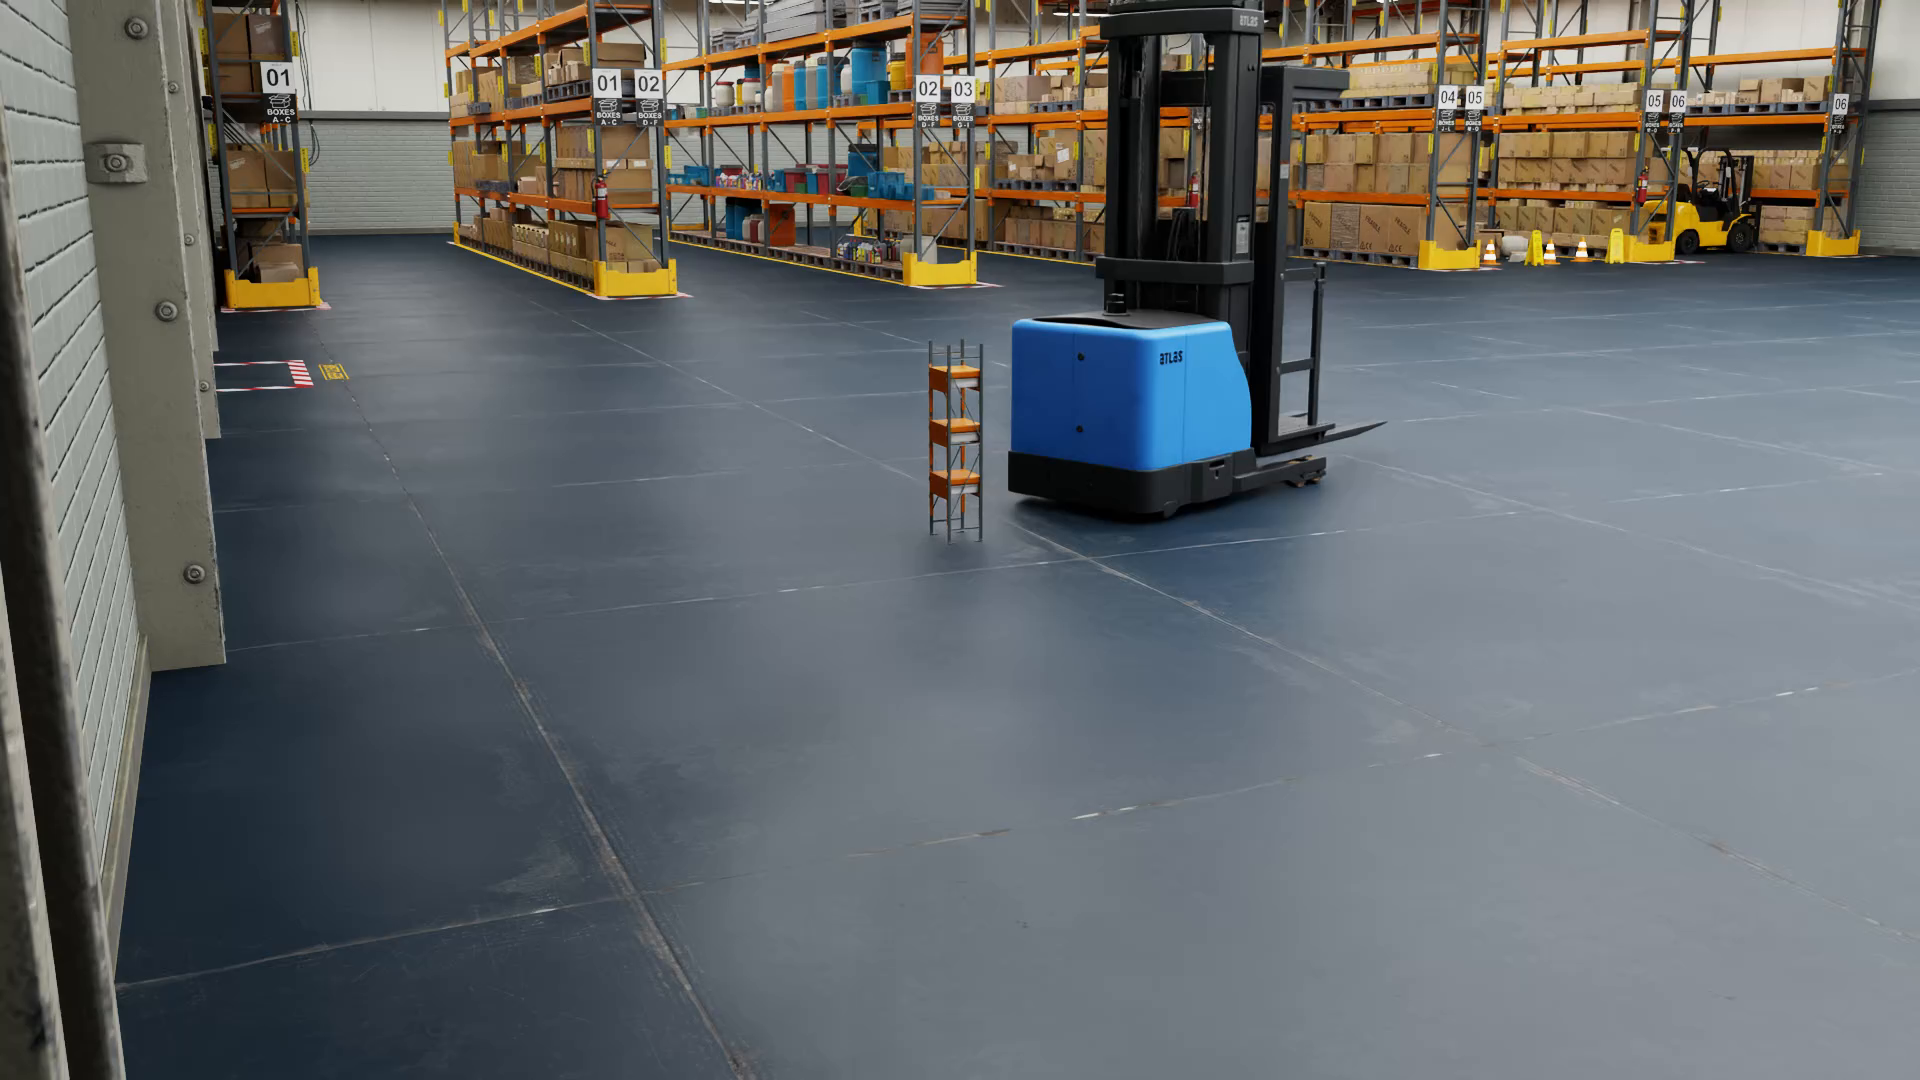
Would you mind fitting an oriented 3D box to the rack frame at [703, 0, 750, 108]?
[{"bbox_3d":[-5.053,-10.939,36.177,1.000,3.000,0.127,-6,14,-23],"label":"rack frame"}]

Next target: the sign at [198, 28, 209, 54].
[{"bbox_3d":[-9.840,-6.489,21.638,0.100,0.325,0.005,-6,14,-23],"label":"sign"}]

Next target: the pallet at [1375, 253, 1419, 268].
[{"bbox_3d":[8.485,-5.211,30.917,1.003,0.211,1.213,-6,14,-23],"label":"pallet"}]

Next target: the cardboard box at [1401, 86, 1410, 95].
[{"bbox_3d":[8.229,-8.147,30.170,0.380,0.149,0.250,-5,14,-22],"label":"cardboard box"}]

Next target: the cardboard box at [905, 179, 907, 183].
[{"bbox_3d":[-1.143,-8.481,39.418,0.380,0.149,0.250,-6,14,-24],"label":"cardboard box"}]

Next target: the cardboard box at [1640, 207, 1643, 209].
[{"bbox_3d":[16.097,-7.309,38.135,0.875,0.625,0.625,-5,14,-20],"label":"cardboard box"}]

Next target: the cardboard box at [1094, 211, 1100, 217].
[{"bbox_3d":[3.550,-8.095,41.267,0.380,0.149,0.250,-5,14,-22],"label":"cardboard box"}]

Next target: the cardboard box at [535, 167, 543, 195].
[{"bbox_3d":[-7.304,-6.447,29.850,0.500,0.500,0.500,-6,15,-26],"label":"cardboard box"}]

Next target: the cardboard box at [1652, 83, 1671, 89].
[{"bbox_3d":[13.416,-8.699,31.939,0.380,0.149,0.250,-6,14,-23],"label":"cardboard box"}]

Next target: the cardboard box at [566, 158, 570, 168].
[{"bbox_3d":[-6.048,-5.998,26.471,0.380,0.149,0.250,-6,14,-25],"label":"cardboard box"}]

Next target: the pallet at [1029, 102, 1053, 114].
[{"bbox_3d":[2.121,-8.532,32.845,1.213,0.211,1.003,-6,14,-23],"label":"pallet"}]

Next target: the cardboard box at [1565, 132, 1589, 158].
[{"bbox_3d":[12.473,-7.847,33.025,0.700,0.500,0.500,-6,14,-24],"label":"cardboard box"}]

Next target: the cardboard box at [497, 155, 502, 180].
[{"bbox_3d":[-8.829,-7.463,33.312,0.700,0.500,0.500,-10,16,-37],"label":"cardboard box"}]

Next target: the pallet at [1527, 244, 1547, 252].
[{"bbox_3d":[12.071,-6.212,35.241,1.003,0.211,1.213,-6,14,-23],"label":"pallet"}]

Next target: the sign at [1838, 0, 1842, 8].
[{"bbox_3d":[17.416,-10.699,32.892,0.100,0.325,0.005,-6,14,-23],"label":"sign"}]

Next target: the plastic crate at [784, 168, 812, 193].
[{"bbox_3d":[-3.084,-6.860,31.714,0.402,0.464,0.583,-6,14,-23],"label":"plastic crate"}]

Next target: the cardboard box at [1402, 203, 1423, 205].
[{"bbox_3d":[12.390,-9.091,46.111,0.700,0.500,0.500,-6,14,-25],"label":"cardboard box"}]

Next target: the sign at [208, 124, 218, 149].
[{"bbox_3d":[-9.840,-5.314,21.910,0.100,0.325,0.005,-6,14,-23],"label":"sign"}]

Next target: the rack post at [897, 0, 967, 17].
[{"bbox_3d":[-0.433,-8.384,26.246,0.937,0.300,0.954,-4,14,-17],"label":"rack post"}]

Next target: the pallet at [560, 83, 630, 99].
[{"bbox_3d":[-5.539,-6.910,25.615,1.003,0.211,1.213,-6,14,-23],"label":"pallet"}]

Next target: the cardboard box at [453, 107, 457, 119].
[{"bbox_3d":[-11.034,-9.551,37.164,0.500,0.250,0.500,-6,14,-23],"label":"cardboard box"}]

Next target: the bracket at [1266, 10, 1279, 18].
[{"bbox_3d":[9.814,-16.492,52.189,0.235,0.232,0.430,-6,14,-23],"label":"bracket"}]

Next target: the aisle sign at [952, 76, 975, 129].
[{"bbox_3d":[0.051,-6.815,25.898,0.394,0.787,0.004,-6,14,-23],"label":"aisle sign"}]

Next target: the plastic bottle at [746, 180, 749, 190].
[{"bbox_3d":[-4.360,-7.332,34.337,0.097,0.201,0.097,0,13,0],"label":"plastic bottle"}]

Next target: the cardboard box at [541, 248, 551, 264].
[{"bbox_3d":[-6.821,-4.841,28.302,0.500,0.250,0.500,-6,14,-24],"label":"cardboard box"}]

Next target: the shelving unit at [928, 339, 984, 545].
[{"bbox_3d":[-0.021,-0.523,8.799,0.215,1.050,0.252,-6,14,-23],"label":"shelving unit"}]

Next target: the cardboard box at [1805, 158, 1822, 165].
[{"bbox_3d":[17.523,-7.740,33.998,0.380,0.149,0.250,-5,14,-22],"label":"cardboard box"}]

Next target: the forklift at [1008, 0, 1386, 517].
[{"bbox_3d":[1.651,-1.822,10.244,1.130,2.935,3.031,12,17,41],"label":"forklift"}]

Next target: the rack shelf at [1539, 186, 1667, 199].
[{"bbox_3d":[15.515,-8.218,39.319,1.077,0.370,4.000,-6,14,-23],"label":"rack shelf"}]

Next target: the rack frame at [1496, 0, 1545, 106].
[{"bbox_3d":[11.770,-10.629,34.836,1.000,3.000,0.127,-6,14,-23],"label":"rack frame"}]

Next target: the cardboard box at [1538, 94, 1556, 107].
[{"bbox_3d":[12.099,-8.913,33.749,0.500,0.250,0.500,-5,14,-22],"label":"cardboard box"}]

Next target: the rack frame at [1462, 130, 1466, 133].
[{"bbox_3d":[13.112,-9.808,44.594,1.000,3.000,0.127,-6,14,-23],"label":"rack frame"}]

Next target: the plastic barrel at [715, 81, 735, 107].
[{"bbox_3d":[-5.072,-9.617,35.885,0.433,0.535,0.433,0,13,0],"label":"plastic barrel"}]

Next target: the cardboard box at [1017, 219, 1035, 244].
[{"bbox_3d":[1.608,-6.384,34.367,0.700,0.500,0.500,-7,15,-28],"label":"cardboard box"}]

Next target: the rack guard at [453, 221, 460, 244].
[{"bbox_3d":[-11.165,-7.163,38.708,1.175,0.500,0.348,-6,14,-23],"label":"rack guard"}]

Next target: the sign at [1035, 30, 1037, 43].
[{"bbox_3d":[1.970,-13.085,43.200,0.100,0.325,0.005,-6,14,-23],"label":"sign"}]

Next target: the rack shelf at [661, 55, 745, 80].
[{"bbox_3d":[-5.855,-10.807,38.088,1.077,0.370,4.000,-6,14,-23],"label":"rack shelf"}]

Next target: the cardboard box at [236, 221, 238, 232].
[{"bbox_3d":[-14.959,-6.592,35.311,0.700,0.500,0.500,-6,14,-25],"label":"cardboard box"}]

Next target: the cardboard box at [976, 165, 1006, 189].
[{"bbox_3d":[0.662,-7.765,35.548,0.500,0.500,0.500,-5,14,-21],"label":"cardboard box"}]

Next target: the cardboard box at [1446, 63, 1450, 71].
[{"bbox_3d":[8.935,-8.542,30.108,0.380,0.149,0.250,-6,14,-23],"label":"cardboard box"}]

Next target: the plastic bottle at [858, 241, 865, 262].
[{"bbox_3d":[-1.660,-4.956,28.531,0.144,0.351,0.185,-6,14,-23],"label":"plastic bottle"}]

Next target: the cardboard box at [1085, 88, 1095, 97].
[{"bbox_3d":[2.537,-8.298,30.868,0.380,0.149,0.250,-6,14,-25],"label":"cardboard box"}]

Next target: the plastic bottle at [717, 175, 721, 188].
[{"bbox_3d":[-5.244,-7.818,36.254,0.061,0.283,0.133,-6,14,-23],"label":"plastic bottle"}]

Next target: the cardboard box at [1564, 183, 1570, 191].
[{"bbox_3d":[12.432,-7.133,33.593,0.380,0.149,0.250,-6,14,-23],"label":"cardboard box"}]

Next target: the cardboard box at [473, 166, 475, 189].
[{"bbox_3d":[-10.029,-7.698,35.258,0.500,0.500,0.500,-5,14,-22],"label":"cardboard box"}]

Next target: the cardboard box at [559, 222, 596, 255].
[{"bbox_3d":[-6.089,-4.816,26.532,0.500,0.500,0.500,-6,14,-23],"label":"cardboard box"}]

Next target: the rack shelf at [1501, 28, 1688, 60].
[{"bbox_3d":[12.571,-9.863,33.132,1.077,0.370,4.000,-6,14,-23],"label":"rack shelf"}]

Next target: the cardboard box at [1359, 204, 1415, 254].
[{"bbox_3d":[8.190,-5.897,31.476,0.875,0.875,0.875,-6,14,-24],"label":"cardboard box"}]

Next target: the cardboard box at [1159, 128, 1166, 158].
[{"bbox_3d":[3.639,-6.859,28.755,0.500,0.500,0.500,-6,14,-23],"label":"cardboard box"}]

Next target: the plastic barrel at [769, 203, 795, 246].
[{"bbox_3d":[-3.663,-6.437,33.910,0.600,0.830,0.708,-6,14,-23],"label":"plastic barrel"}]

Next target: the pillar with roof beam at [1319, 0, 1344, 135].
[{"bbox_3d":[7.311,-13.807,48.567,9.100,9.000,0.548,-6,14,-23],"label":"pillar with roof beam"}]

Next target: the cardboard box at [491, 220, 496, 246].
[{"bbox_3d":[-9.206,-6.231,33.708,0.500,0.500,0.500,-5,14,-22],"label":"cardboard box"}]
